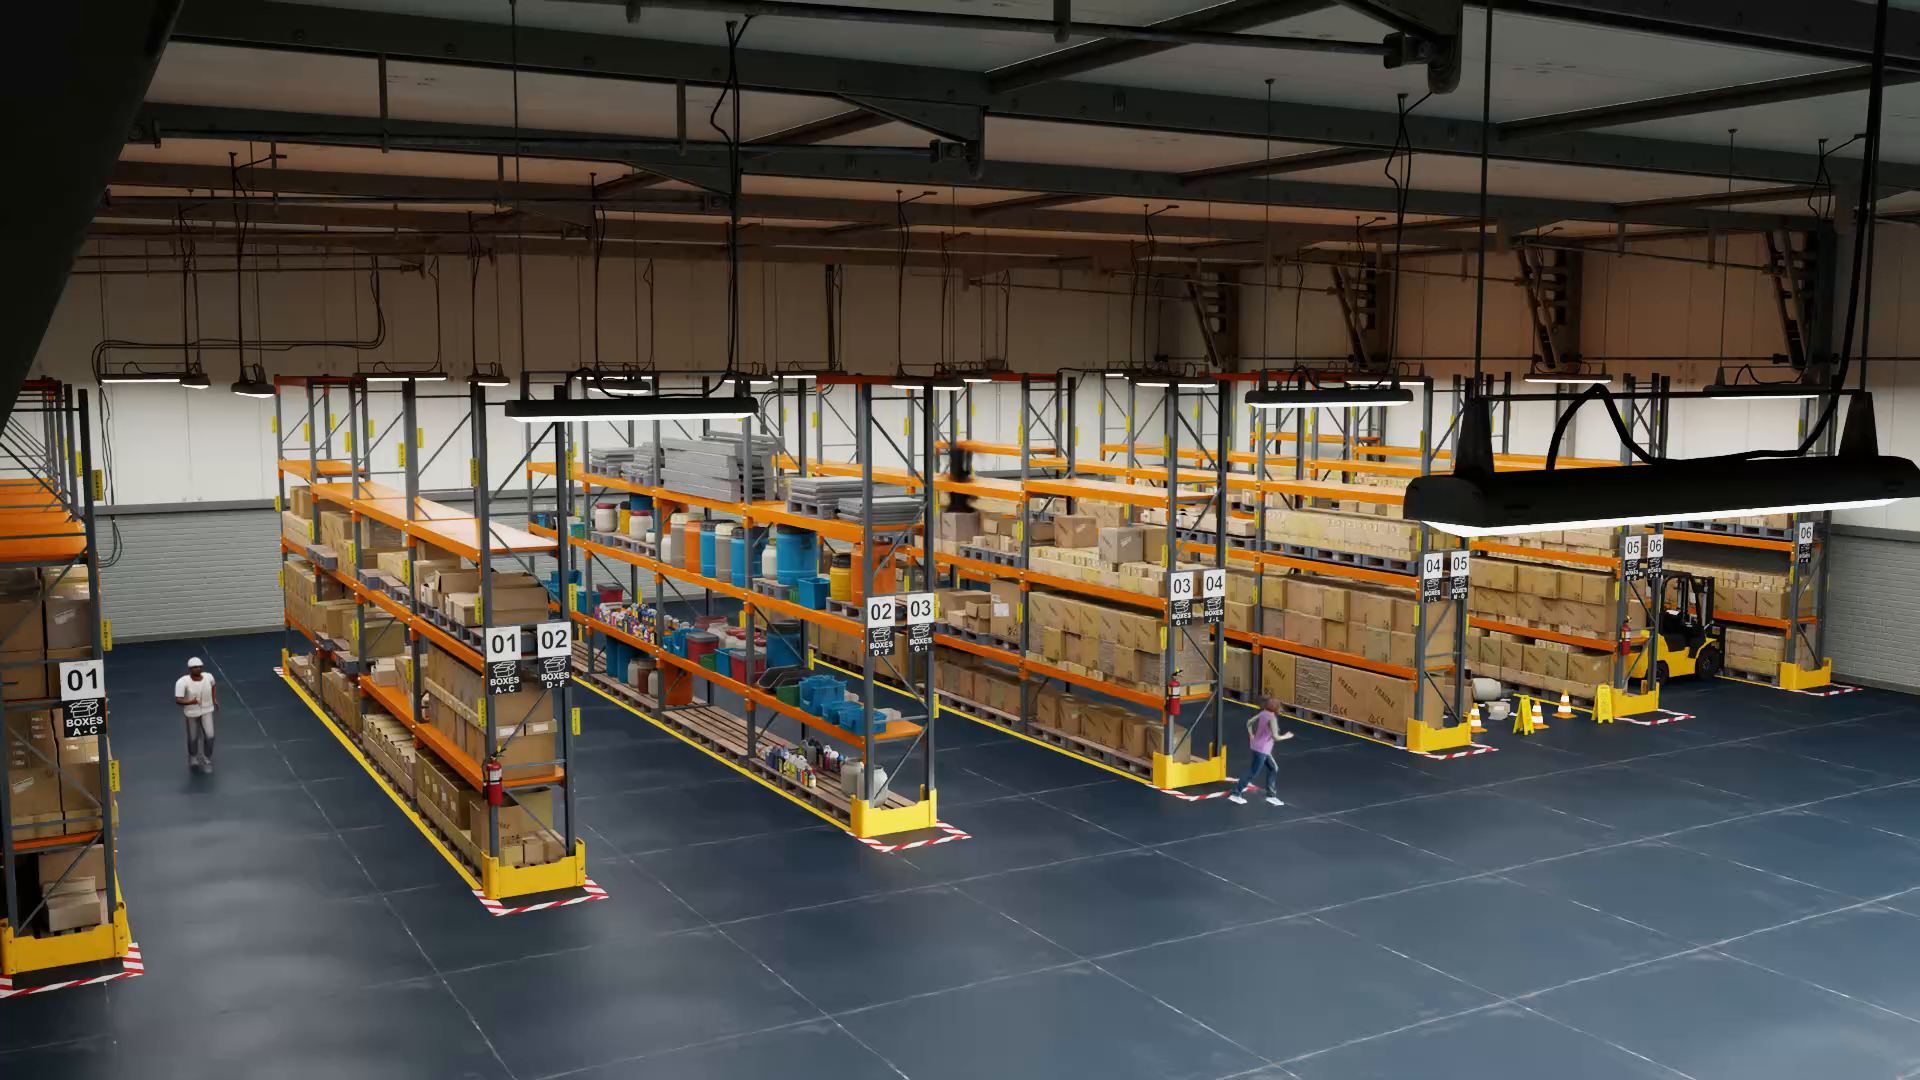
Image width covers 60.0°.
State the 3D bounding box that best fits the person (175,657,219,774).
[{"bbox_3d":[-11.635,2.665,25.404,0.653,1.776,0.833,-4,8,-34],"label":"person"}]

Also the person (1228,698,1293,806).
[{"bbox_3d":[4.232,2.994,23.417,0.912,1.577,0.532,0,6,-3],"label":"person"}]
